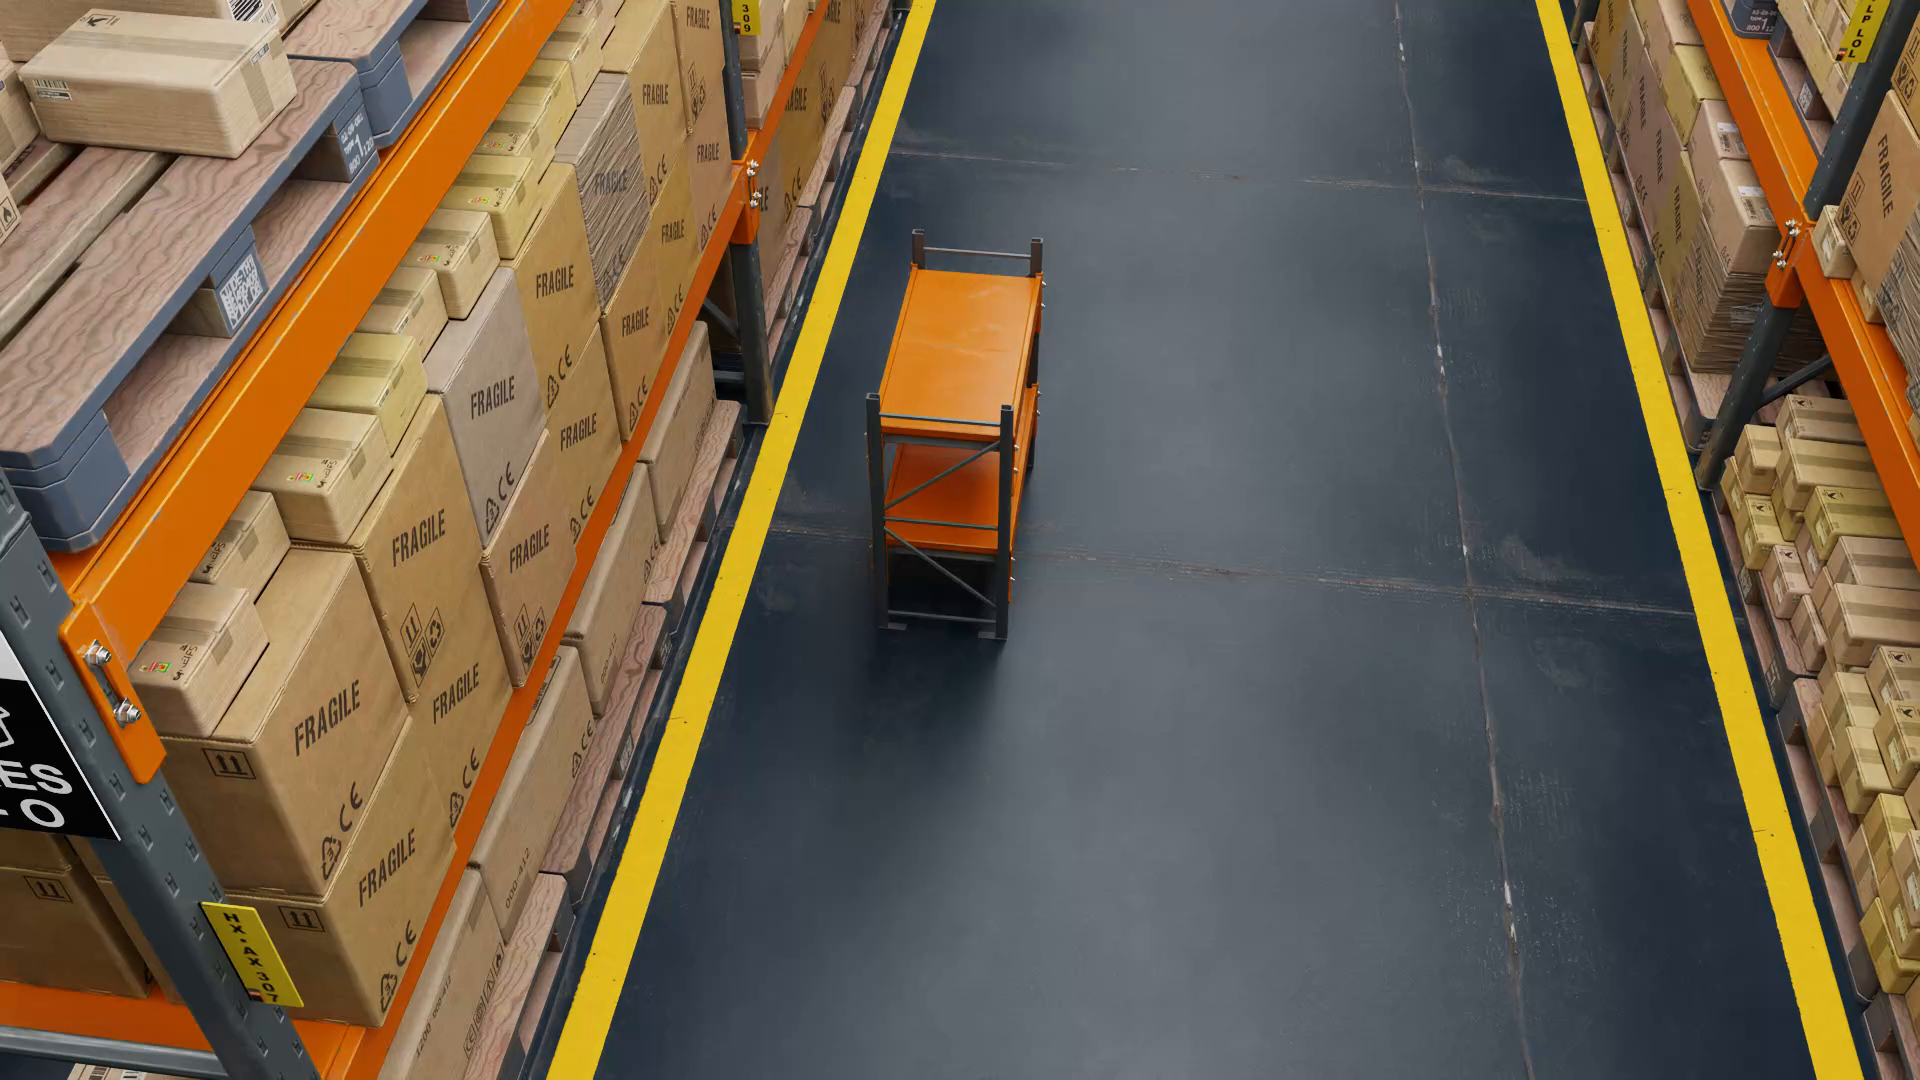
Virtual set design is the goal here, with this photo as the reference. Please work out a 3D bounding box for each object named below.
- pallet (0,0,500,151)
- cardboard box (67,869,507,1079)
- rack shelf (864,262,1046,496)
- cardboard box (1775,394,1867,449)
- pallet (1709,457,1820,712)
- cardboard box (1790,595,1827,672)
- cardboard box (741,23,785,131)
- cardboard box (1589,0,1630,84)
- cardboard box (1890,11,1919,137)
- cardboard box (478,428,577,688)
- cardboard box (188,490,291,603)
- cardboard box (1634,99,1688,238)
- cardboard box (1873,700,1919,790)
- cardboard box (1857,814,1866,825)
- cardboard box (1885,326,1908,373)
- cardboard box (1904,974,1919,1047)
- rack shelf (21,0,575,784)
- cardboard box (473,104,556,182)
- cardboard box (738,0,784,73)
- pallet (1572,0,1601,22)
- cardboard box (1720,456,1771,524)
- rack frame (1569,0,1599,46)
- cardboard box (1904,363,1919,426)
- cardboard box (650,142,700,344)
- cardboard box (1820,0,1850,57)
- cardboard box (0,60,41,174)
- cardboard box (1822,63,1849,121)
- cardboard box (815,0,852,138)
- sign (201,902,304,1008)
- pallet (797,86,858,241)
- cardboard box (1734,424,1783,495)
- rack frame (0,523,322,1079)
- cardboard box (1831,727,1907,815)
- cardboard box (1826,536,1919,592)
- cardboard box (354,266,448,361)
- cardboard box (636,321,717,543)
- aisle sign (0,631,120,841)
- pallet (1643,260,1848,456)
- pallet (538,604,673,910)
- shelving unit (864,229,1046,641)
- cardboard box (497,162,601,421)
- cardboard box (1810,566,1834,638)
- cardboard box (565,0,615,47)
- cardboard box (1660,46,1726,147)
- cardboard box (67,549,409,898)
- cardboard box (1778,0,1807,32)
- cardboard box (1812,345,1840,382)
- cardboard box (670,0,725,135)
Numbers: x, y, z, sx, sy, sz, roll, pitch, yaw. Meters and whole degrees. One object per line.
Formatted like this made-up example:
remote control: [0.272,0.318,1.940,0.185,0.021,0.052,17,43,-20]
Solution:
pallet: [-1.606,-1.340,3.866,1.003,0.211,1.213,5,44,6]
cardboard box: [-1.864,1.376,4.673,0.875,0.438,0.875,4,44,4]
rack shelf: [-0.001,-0.616,6.157,0.538,0.278,1.000,5,44,6]
cardboard box: [3.346,-0.405,6.331,0.380,0.149,0.250,7,44,7]
pallet: [3.543,0.186,6.400,1.003,0.211,1.213,5,44,6]
cardboard box: [3.229,0.347,5.970,0.380,0.149,0.250,4,44,5]
cardboard box: [-1.004,-1.890,6.674,0.500,0.250,0.500,4,44,5]
cardboard box: [3.779,-2.800,9.038,0.500,0.500,0.500,4,44,4]
cardboard box: [3.295,-1.510,5.146,0.500,0.500,0.500,6,44,7]
cardboard box: [-1.380,0.028,4.466,0.500,0.500,0.500,5,44,5]
cardboard box: [-1.567,0.021,3.275,0.380,0.149,0.250,6,44,7]
cardboard box: [3.585,-1.759,7.938,0.500,0.500,0.500,4,44,5]
cardboard box: [3.114,0.658,5.209,0.380,0.149,0.250,5,44,6]
cardboard box: [3.140,0.888,5.399,0.380,0.149,0.250,6,44,7]
cardboard box: [3.291,-0.664,5.452,0.380,0.149,0.250,3,44,4]
cardboard box: [3.004,1.417,4.840,0.380,0.149,0.250,6,44,6]
rack shelf: [-1.588,-1.134,4.107,1.077,0.370,4.000,5,44,6]
cardboard box: [-1.298,-1.030,4.385,0.380,0.149,0.250,5,44,6]
cardboard box: [-0.986,-2.070,6.500,0.500,0.250,0.500,4,44,4]
pallet: [4.304,-3.532,10.326,1.003,0.211,1.213,5,44,6]
cardboard box: [3.230,-0.186,6.533,0.380,0.149,0.250,3,44,4]
rack frame: [4.125,-4.014,8.807,1.000,3.000,0.127,5,44,6]
cardboard box: [3.121,-0.439,4.743,0.500,0.500,0.500,4,44,5]
cardboard box: [-1.194,-1.015,5.567,0.500,0.500,0.500,4,44,4]
cardboard box: [3.487,-1.926,6.263,0.380,0.149,0.250,6,44,6]
cardboard box: [-1.906,-0.737,2.970,0.380,0.149,0.250,2,43,2]
cardboard box: [3.453,-1.638,6.175,0.380,0.149,0.250,4,44,5]
cardboard box: [-1.090,-2.705,8.665,0.875,0.875,0.875,6,44,6]
sign: [-1.303,0.769,3.069,0.100,0.325,0.005,5,44,6]
pallet: [-1.137,-2.023,8.733,1.003,0.211,1.213,5,44,6]
cardboard box: [3.231,-0.295,6.432,0.380,0.149,0.250,7,44,7]
rack frame: [-1.852,1.057,3.452,1.000,3.000,0.127,5,44,6]
cardboard box: [3.038,0.756,5.322,0.380,0.149,0.250,6,44,6]
cardboard box: [3.254,0.134,5.762,0.380,0.149,0.250,4,44,4]
cardboard box: [-1.419,-0.511,3.836,0.380,0.149,0.250,6,44,6]
cardboard box: [-1.513,-0.473,6.626,0.875,0.438,0.875,5,44,5]
aisle sign: [-1.574,0.189,2.478,0.394,0.787,0.004,5,44,6]
pallet: [3.698,-0.806,7.447,1.003,0.211,1.213,5,44,6]
pallet: [-1.660,0.689,5.869,1.003,0.211,1.213,5,44,6]
shelving unit: [-0.001,-0.404,6.358,0.538,1.125,1.048,5,44,6]
cardboard box: [-1.320,-0.688,4.495,0.500,0.500,0.500,5,44,6]
cardboard box: [3.252,0.239,5.868,0.380,0.149,0.250,3,44,3]
cardboard box: [-1.249,-1.552,4.935,0.380,0.149,0.250,5,44,5]
cardboard box: [3.581,-2.046,7.696,0.500,0.250,0.500,3,44,4]
cardboard box: [-1.506,0.357,3.392,0.500,0.500,0.500,4,44,5]
cardboard box: [3.555,-2.155,6.722,0.380,0.149,0.250,3,44,3]
cardboard box: [3.957,-1.012,7.150,0.500,0.500,0.500,7,44,7]
cardboard box: [-1.112,-1.721,5.586,0.500,0.500,0.500,5,44,5]
